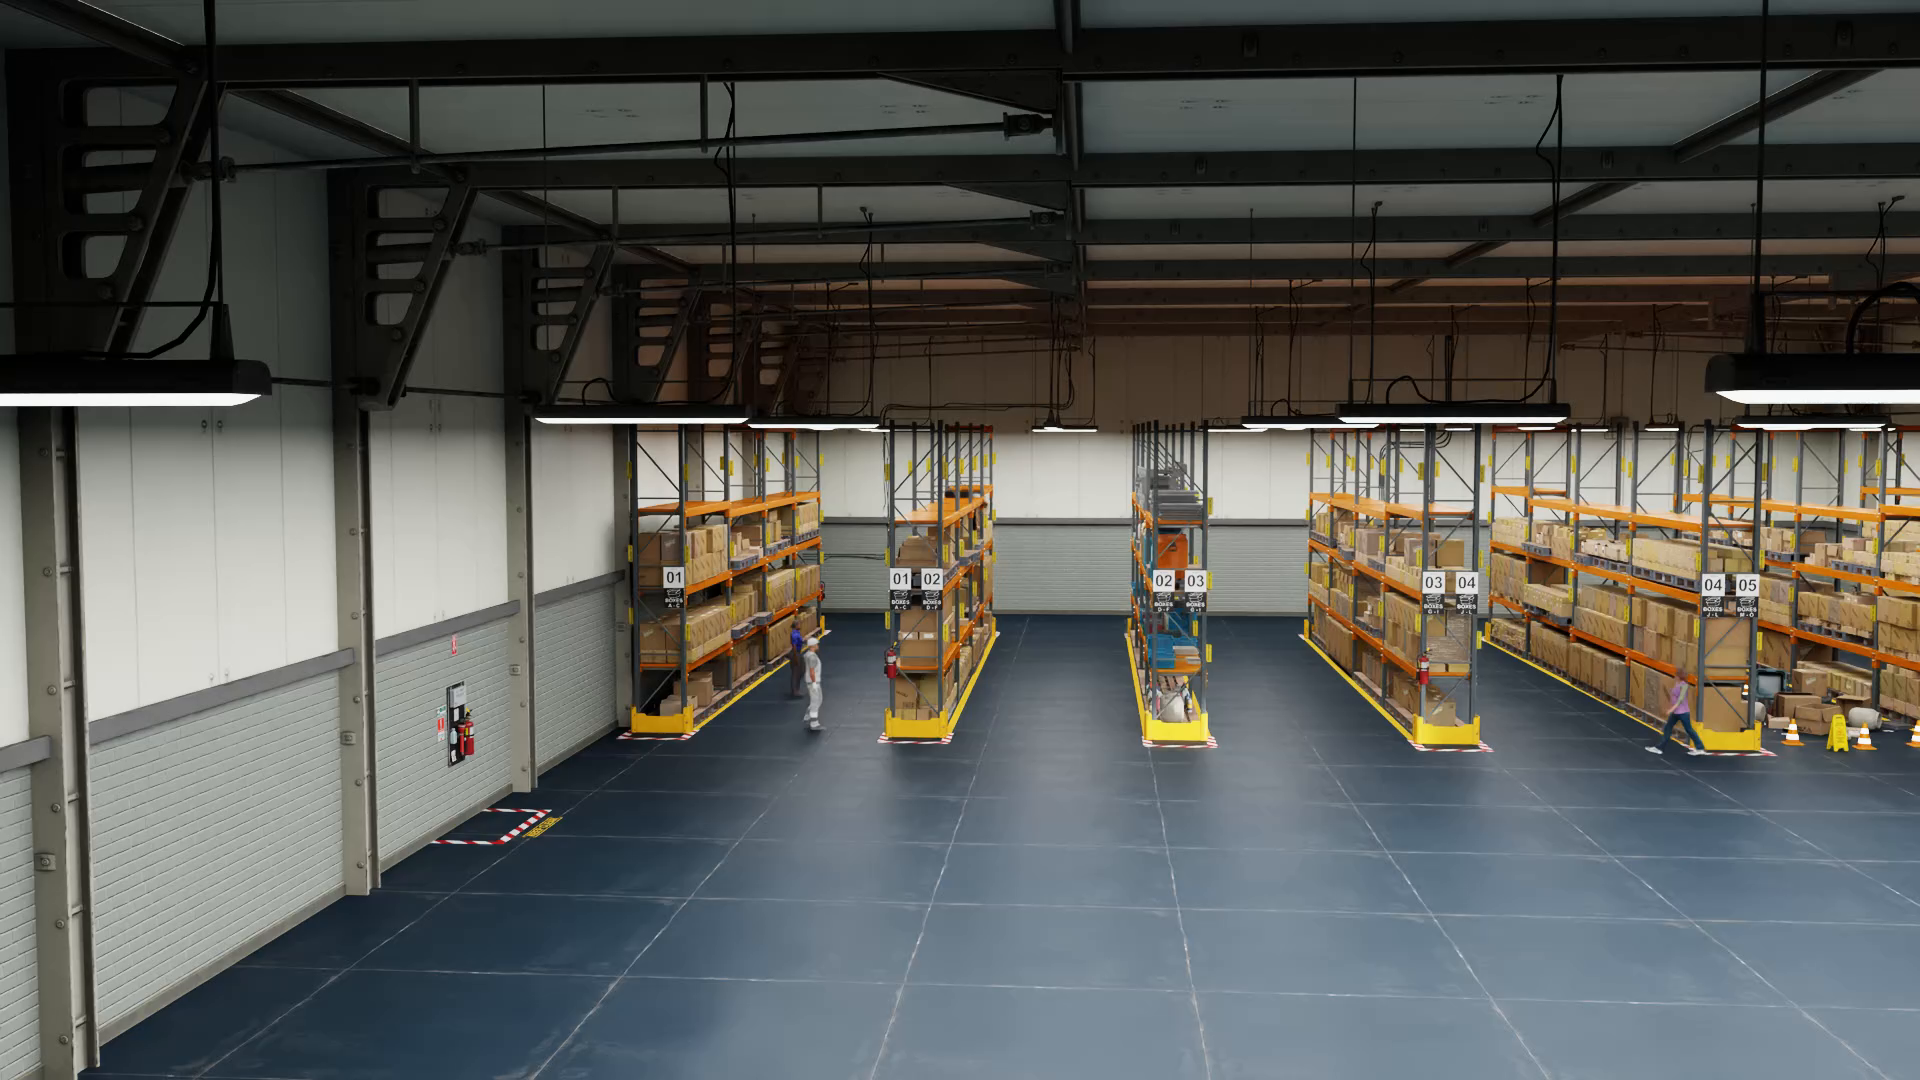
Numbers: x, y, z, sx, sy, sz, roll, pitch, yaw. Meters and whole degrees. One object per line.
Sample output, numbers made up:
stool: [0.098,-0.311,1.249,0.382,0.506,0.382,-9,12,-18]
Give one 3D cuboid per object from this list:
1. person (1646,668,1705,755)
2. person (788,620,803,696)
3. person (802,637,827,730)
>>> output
person: [12.762,3.057,29.609,0.956,1.537,0.484,0,4,4]
person: [-3.599,2.620,36.619,0.332,1.743,0.506,0,4,2]
person: [-2.831,2.790,32.331,0.441,1.802,0.645,-1,4,-10]
